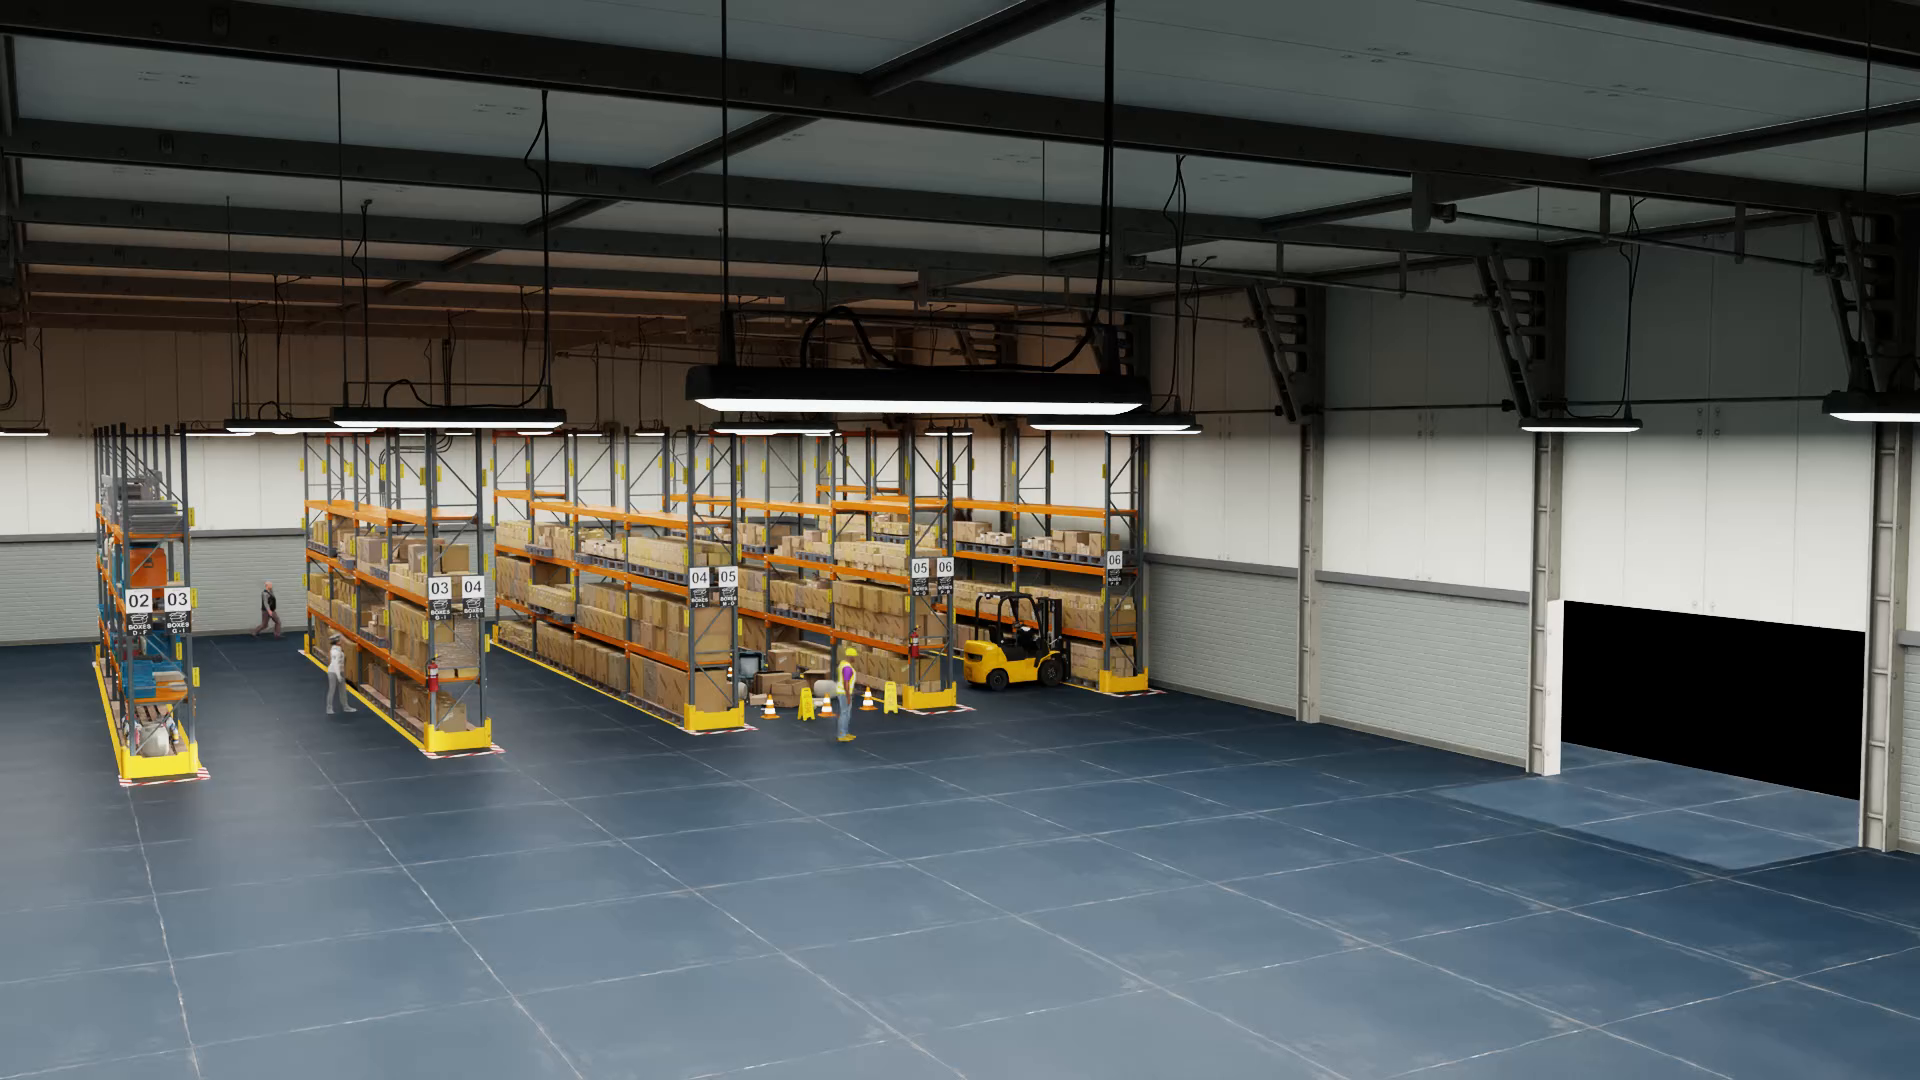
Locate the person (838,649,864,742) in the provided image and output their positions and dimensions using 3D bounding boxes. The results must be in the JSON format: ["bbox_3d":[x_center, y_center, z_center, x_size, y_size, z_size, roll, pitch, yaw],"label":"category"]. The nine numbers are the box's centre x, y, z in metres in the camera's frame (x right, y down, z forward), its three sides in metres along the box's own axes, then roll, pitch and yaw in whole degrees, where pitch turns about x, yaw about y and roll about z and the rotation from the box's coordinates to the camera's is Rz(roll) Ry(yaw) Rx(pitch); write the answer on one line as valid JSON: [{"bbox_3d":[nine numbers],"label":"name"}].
[{"bbox_3d":[-2.065,2.944,31.586,0.498,1.752,0.617,0,3,-7],"label":"person"}]

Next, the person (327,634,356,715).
[{"bbox_3d":[-12.968,2.799,34.718,0.517,1.679,0.550,0,3,6],"label":"person"}]

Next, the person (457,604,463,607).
[{"bbox_3d":[-13.225,2.228,44.346,0.593,1.620,1.008,-2,4,-30],"label":"person"}]

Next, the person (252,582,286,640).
[{"bbox_3d":[-19.689,2.025,47.368,0.893,1.672,0.625,0,3,-3],"label":"person"}]
